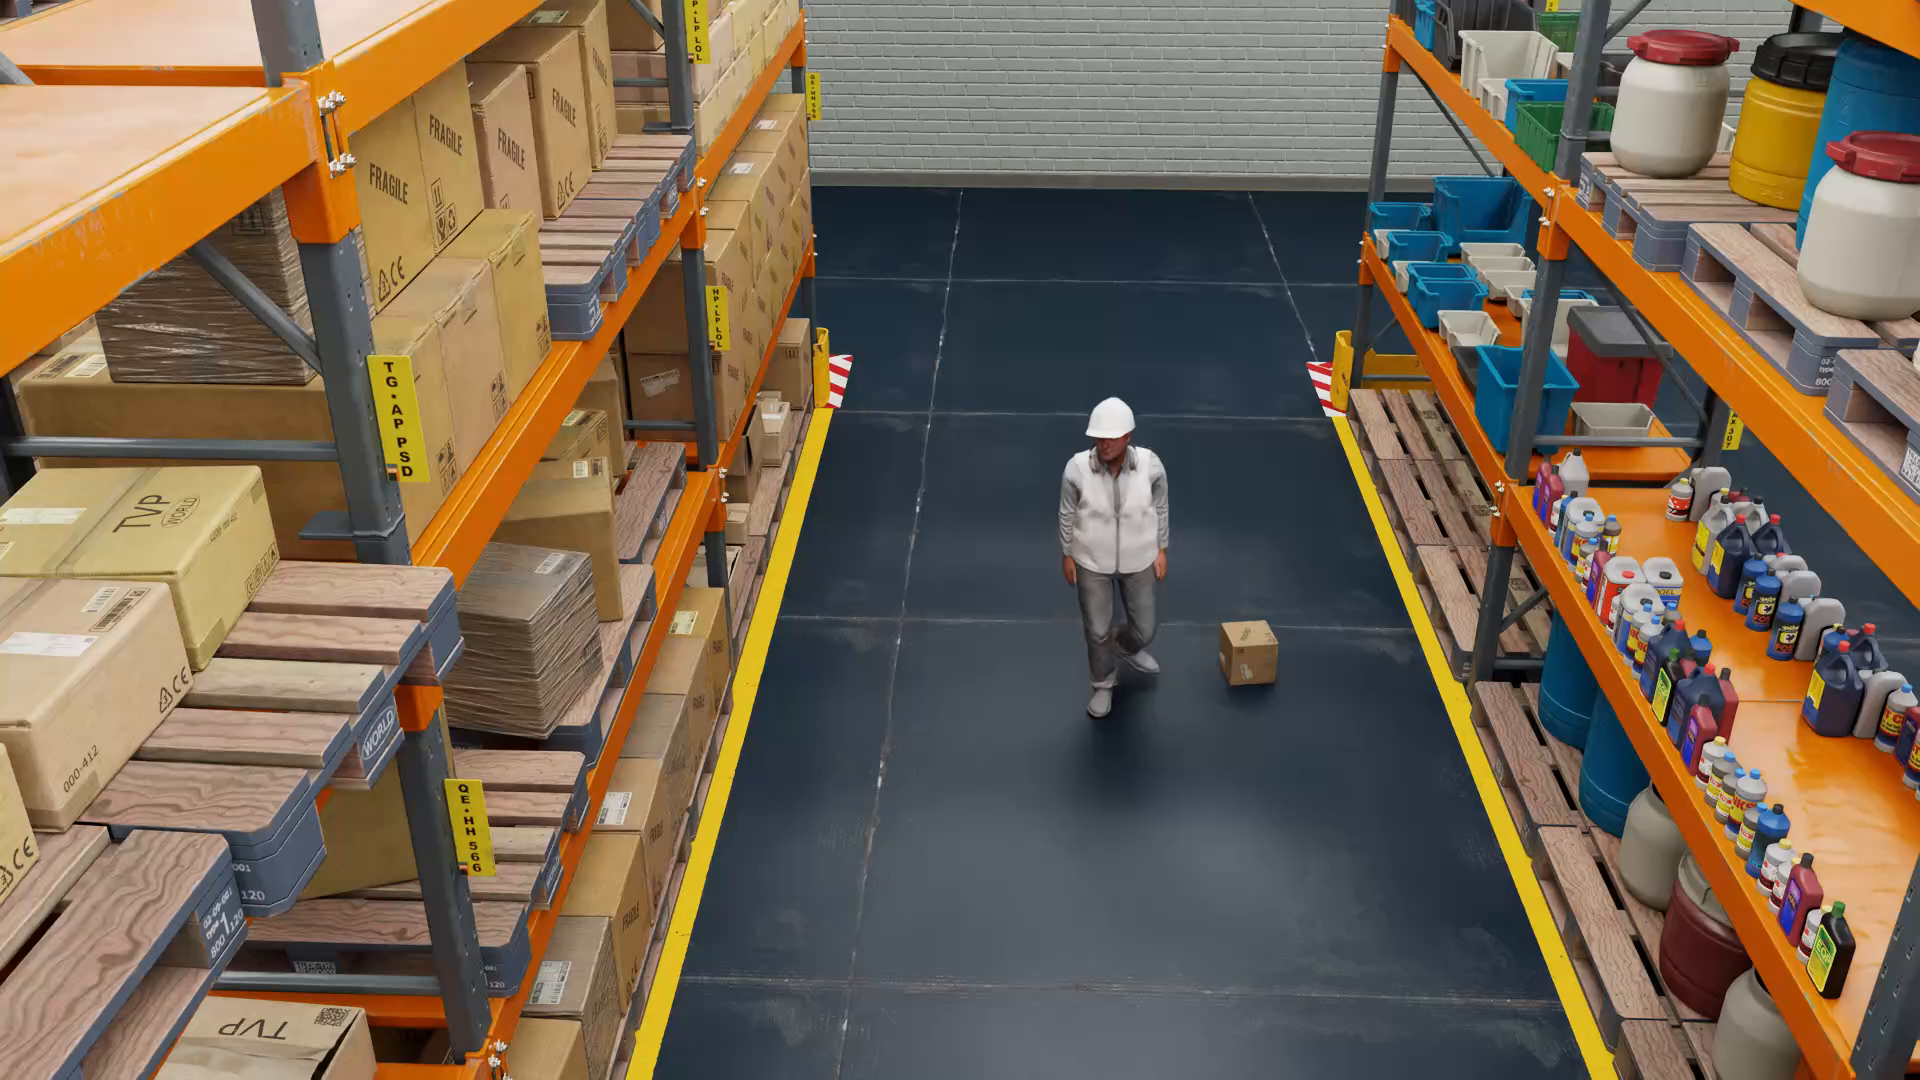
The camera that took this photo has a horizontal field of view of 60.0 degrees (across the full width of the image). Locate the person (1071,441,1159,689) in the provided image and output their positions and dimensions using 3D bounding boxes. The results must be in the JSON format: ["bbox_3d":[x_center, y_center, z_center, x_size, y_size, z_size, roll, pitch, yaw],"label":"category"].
[{"bbox_3d":[0.790,0.126,8.531,0.465,1.490,0.526,0,28,-1],"label":"person"}]
